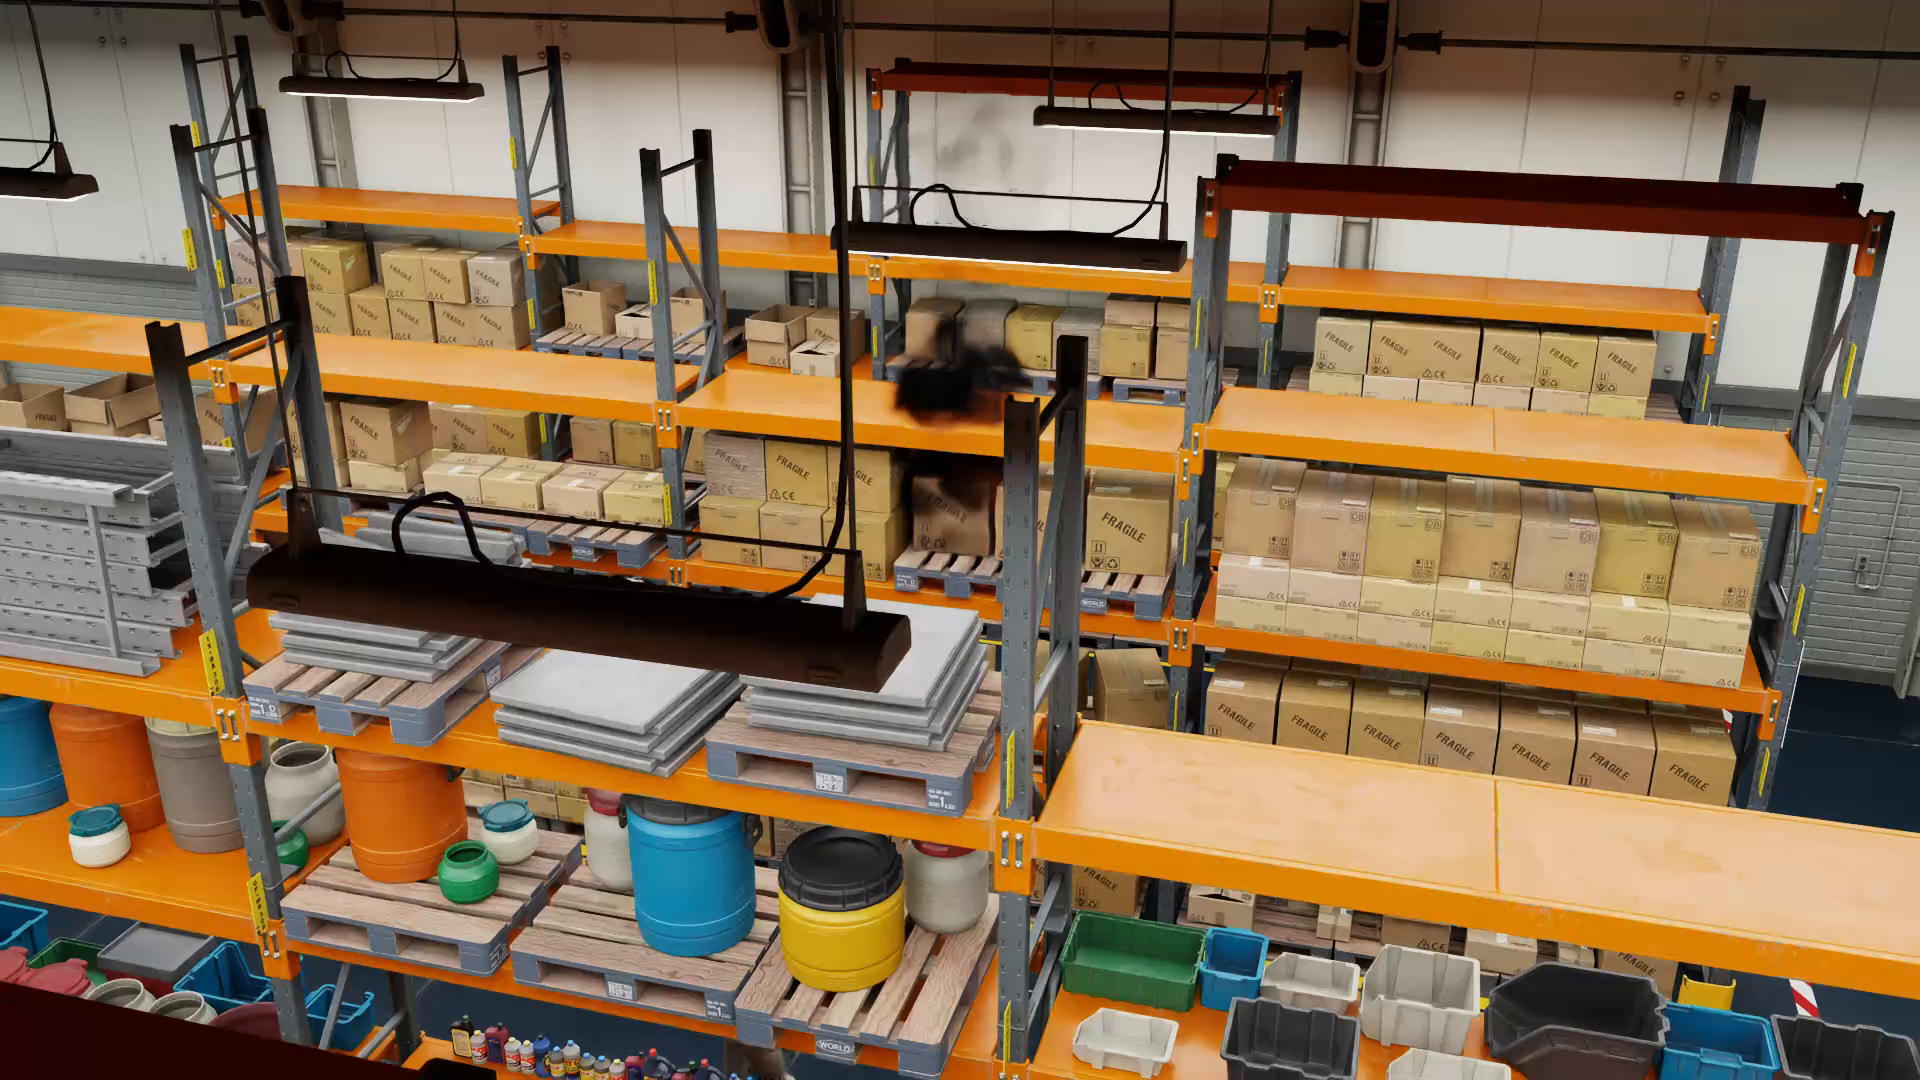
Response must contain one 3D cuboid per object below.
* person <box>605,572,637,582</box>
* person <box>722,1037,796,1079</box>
[{"bbox_3d":[-3.264,0.966,16.241,0.858,1.663,0.599,10,24,22],"label":"person"},{"bbox_3d":[-1.279,3.216,10.873,0.956,1.755,0.657,9,24,21],"label":"person"}]
